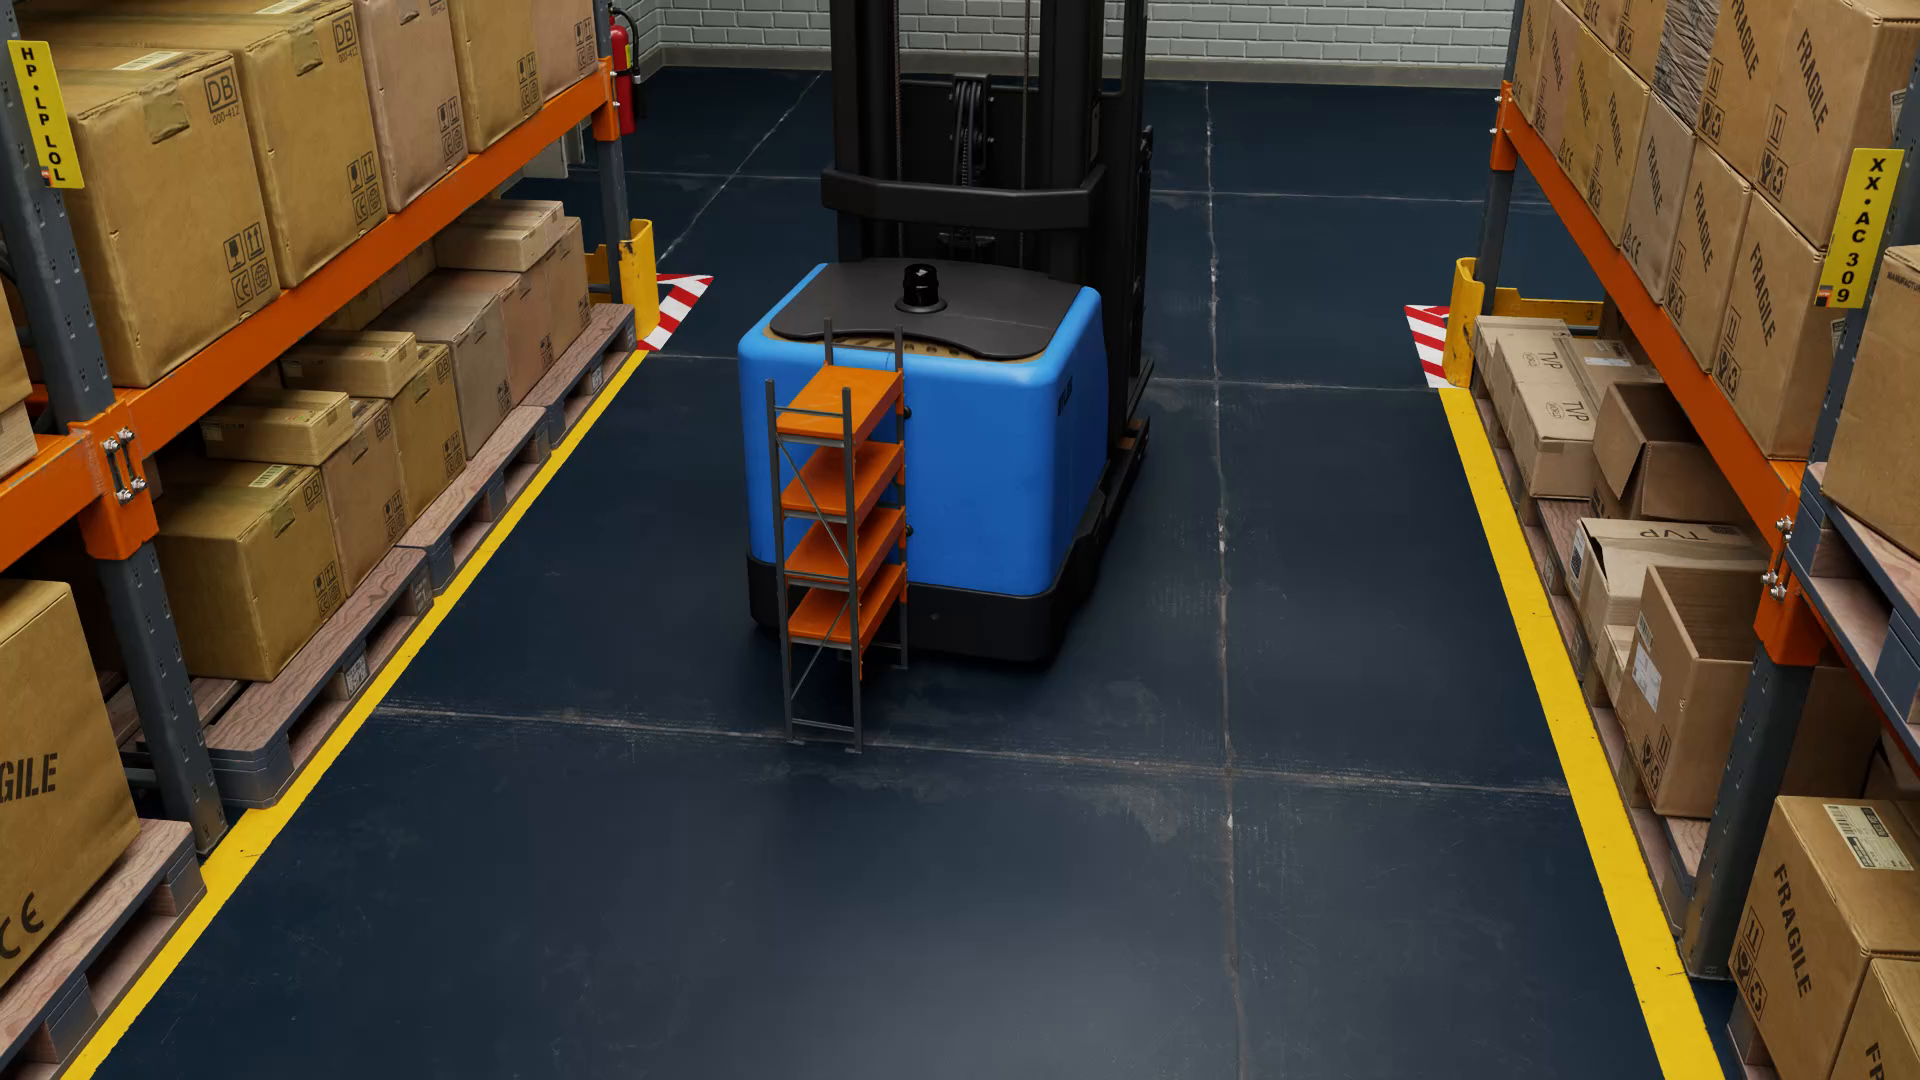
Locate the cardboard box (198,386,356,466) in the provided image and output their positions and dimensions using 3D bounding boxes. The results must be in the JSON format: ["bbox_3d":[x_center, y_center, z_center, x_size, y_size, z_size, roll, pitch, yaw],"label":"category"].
[{"bbox_3d":[-2.161,-0.363,5.271,0.380,0.149,0.250,4,29,8],"label":"cardboard box"}]

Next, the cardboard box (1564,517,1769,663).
[{"bbox_3d":[2.219,0.142,5.196,0.500,0.311,0.500,3,28,6],"label":"cardboard box"}]

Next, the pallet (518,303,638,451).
[{"bbox_3d":[-2.108,-0.771,7.459,1.003,0.211,1.213,3,28,6],"label":"pallet"}]

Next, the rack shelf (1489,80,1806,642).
[{"bbox_3d":[2.584,-0.835,5.397,1.077,0.370,4.000,3,28,6],"label":"rack shelf"}]

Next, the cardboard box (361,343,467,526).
[{"bbox_3d":[-2.254,-0.405,6.032,0.700,0.500,0.500,4,29,7],"label":"cardboard box"}]

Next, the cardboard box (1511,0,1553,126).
[{"bbox_3d":[2.513,-1.944,6.590,0.500,0.500,0.500,4,29,7],"label":"cardboard box"}]

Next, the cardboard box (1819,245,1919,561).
[{"bbox_3d":[2.059,-0.230,2.965,0.700,0.500,0.500,-6,29,-11],"label":"cardboard box"}]

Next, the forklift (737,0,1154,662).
[{"bbox_3d":[0.161,-1.579,6.090,1.130,2.935,3.031,7,29,13],"label":"forklift"}]

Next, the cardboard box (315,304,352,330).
[{"bbox_3d":[-2.442,-0.769,6.023,0.380,0.149,0.250,3,28,5],"label":"cardboard box"}]

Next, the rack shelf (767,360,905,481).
[{"bbox_3d":[-0.350,-0.352,4.810,0.258,0.148,0.480,7,29,13],"label":"rack shelf"}]

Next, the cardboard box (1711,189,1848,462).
[{"bbox_3d":[2.146,-0.505,3.919,0.500,0.500,0.500,4,29,7],"label":"cardboard box"}]

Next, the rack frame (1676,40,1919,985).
[{"bbox_3d":[2.339,-0.211,3.479,1.000,3.000,0.127,3,28,6],"label":"rack frame"}]

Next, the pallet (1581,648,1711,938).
[{"bbox_3d":[2.424,0.694,4.740,1.003,0.211,1.213,3,28,6],"label":"pallet"}]

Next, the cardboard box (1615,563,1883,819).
[{"bbox_3d":[2.128,0.411,4.495,0.500,0.500,0.500,3,28,6],"label":"cardboard box"}]

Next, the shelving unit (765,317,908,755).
[{"bbox_3d":[-0.350,-0.006,4.996,0.258,1.200,0.503,7,29,13],"label":"shelving unit"}]

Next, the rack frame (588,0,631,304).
[{"bbox_3d":[-2.087,-2.380,7.505,1.000,3.000,0.127,3,28,6],"label":"rack frame"}]

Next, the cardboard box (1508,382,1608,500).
[{"bbox_3d":[2.359,-0.367,6.203,0.500,0.250,0.500,3,28,6],"label":"cardboard box"}]

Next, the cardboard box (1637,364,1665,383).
[{"bbox_3d":[2.868,-0.584,6.695,0.380,0.166,0.250,3,28,6],"label":"cardboard box"}]

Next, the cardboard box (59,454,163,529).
[{"bbox_3d":[-2.599,-0.156,4.886,0.380,0.149,0.250,3,28,6],"label":"cardboard box"}]

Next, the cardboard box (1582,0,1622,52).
[{"bbox_3d":[2.391,-1.903,5.459,0.500,0.500,0.500,4,29,7],"label":"cardboard box"}]

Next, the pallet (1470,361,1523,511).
[{"bbox_3d":[2.723,-0.455,6.872,1.003,0.211,1.213,3,28,6],"label":"pallet"}]

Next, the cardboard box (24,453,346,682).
[{"bbox_3d":[-2.384,0.073,5.145,0.700,0.500,0.500,4,29,7],"label":"cardboard box"}]

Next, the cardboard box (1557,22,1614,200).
[{"bbox_3d":[2.391,-1.465,5.701,0.500,0.500,0.500,3,28,6],"label":"cardboard box"}]

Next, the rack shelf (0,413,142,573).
[{"bbox_3d":[-2.823,0.761,2.433,1.077,0.370,4.000,3,28,6],"label":"rack shelf"}]

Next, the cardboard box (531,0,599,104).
[{"bbox_3d":[-2.140,-2.271,6.987,0.980,0.700,0.700,5,29,9],"label":"cardboard box"}]

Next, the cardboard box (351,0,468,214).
[{"bbox_3d":[-2.321,-1.570,5.685,0.980,0.700,0.700,2,28,4],"label":"cardboard box"}]

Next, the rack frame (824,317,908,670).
[{"bbox_3d":[-0.287,-0.118,5.204,0.240,1.200,0.015,7,29,13],"label":"rack frame"}]

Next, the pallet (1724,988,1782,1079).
[{"bbox_3d":[2.277,1.402,3.425,1.003,0.211,1.213,3,28,6],"label":"pallet"}]

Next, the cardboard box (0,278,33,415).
[{"bbox_3d":[-2.384,-0.449,3.480,0.500,0.500,0.500,3,28,5],"label":"cardboard box"}]

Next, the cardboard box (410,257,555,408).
[{"bbox_3d":[-2.135,-0.893,6.938,0.700,0.500,0.500,3,28,6],"label":"cardboard box"}]

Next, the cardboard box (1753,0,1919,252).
[{"bbox_3d":[2.144,-0.948,3.687,0.500,0.500,0.500,3,29,6],"label":"cardboard box"}]

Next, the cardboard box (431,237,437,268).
[{"bbox_3d":[-2.318,-1.246,6.910,0.380,0.149,0.250,3,29,6],"label":"cardboard box"}]

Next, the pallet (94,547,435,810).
[{"bbox_3d":[-2.407,0.377,5.327,1.003,0.211,1.213,3,28,6],"label":"pallet"}]

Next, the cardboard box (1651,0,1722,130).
[{"bbox_3d":[2.266,-1.427,4.576,0.500,0.500,0.500,4,29,7],"label":"cardboard box"}]

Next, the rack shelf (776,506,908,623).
[{"bbox_3d":[-0.350,0.053,5.028,0.258,0.148,0.480,7,29,13],"label":"rack shelf"}]

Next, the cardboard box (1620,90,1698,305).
[{"bbox_3d":[2.268,-0.990,4.819,0.500,0.500,0.500,4,29,7],"label":"cardboard box"}]

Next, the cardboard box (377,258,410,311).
[{"bbox_3d":[-2.380,-1.009,6.469,0.380,0.149,0.250,4,29,7],"label":"cardboard box"}]

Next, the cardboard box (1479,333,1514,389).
[{"bbox_3d":[2.406,-0.745,6.994,0.380,0.166,0.250,3,28,6],"label":"cardboard box"}]

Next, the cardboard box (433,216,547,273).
[{"bbox_3d":[-1.939,-1.223,6.866,0.380,0.149,0.250,4,29,8],"label":"cardboard box"}]

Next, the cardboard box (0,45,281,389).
[{"bbox_3d":[-2.495,-0.883,4.411,0.980,0.700,0.700,4,29,7],"label":"cardboard box"}]

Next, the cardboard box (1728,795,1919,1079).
[{"bbox_3d":[2.038,0.910,3.571,0.500,0.500,0.500,2,28,4],"label":"cardboard box"}]

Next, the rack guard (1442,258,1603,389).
[{"bbox_3d":[2.820,-0.957,7.500,1.175,0.500,0.348,3,28,6],"label":"rack guard"}]

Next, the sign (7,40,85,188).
[{"bbox_3d":[-2.038,-0.945,3.704,0.100,0.325,0.005,3,28,6],"label":"sign"}]
